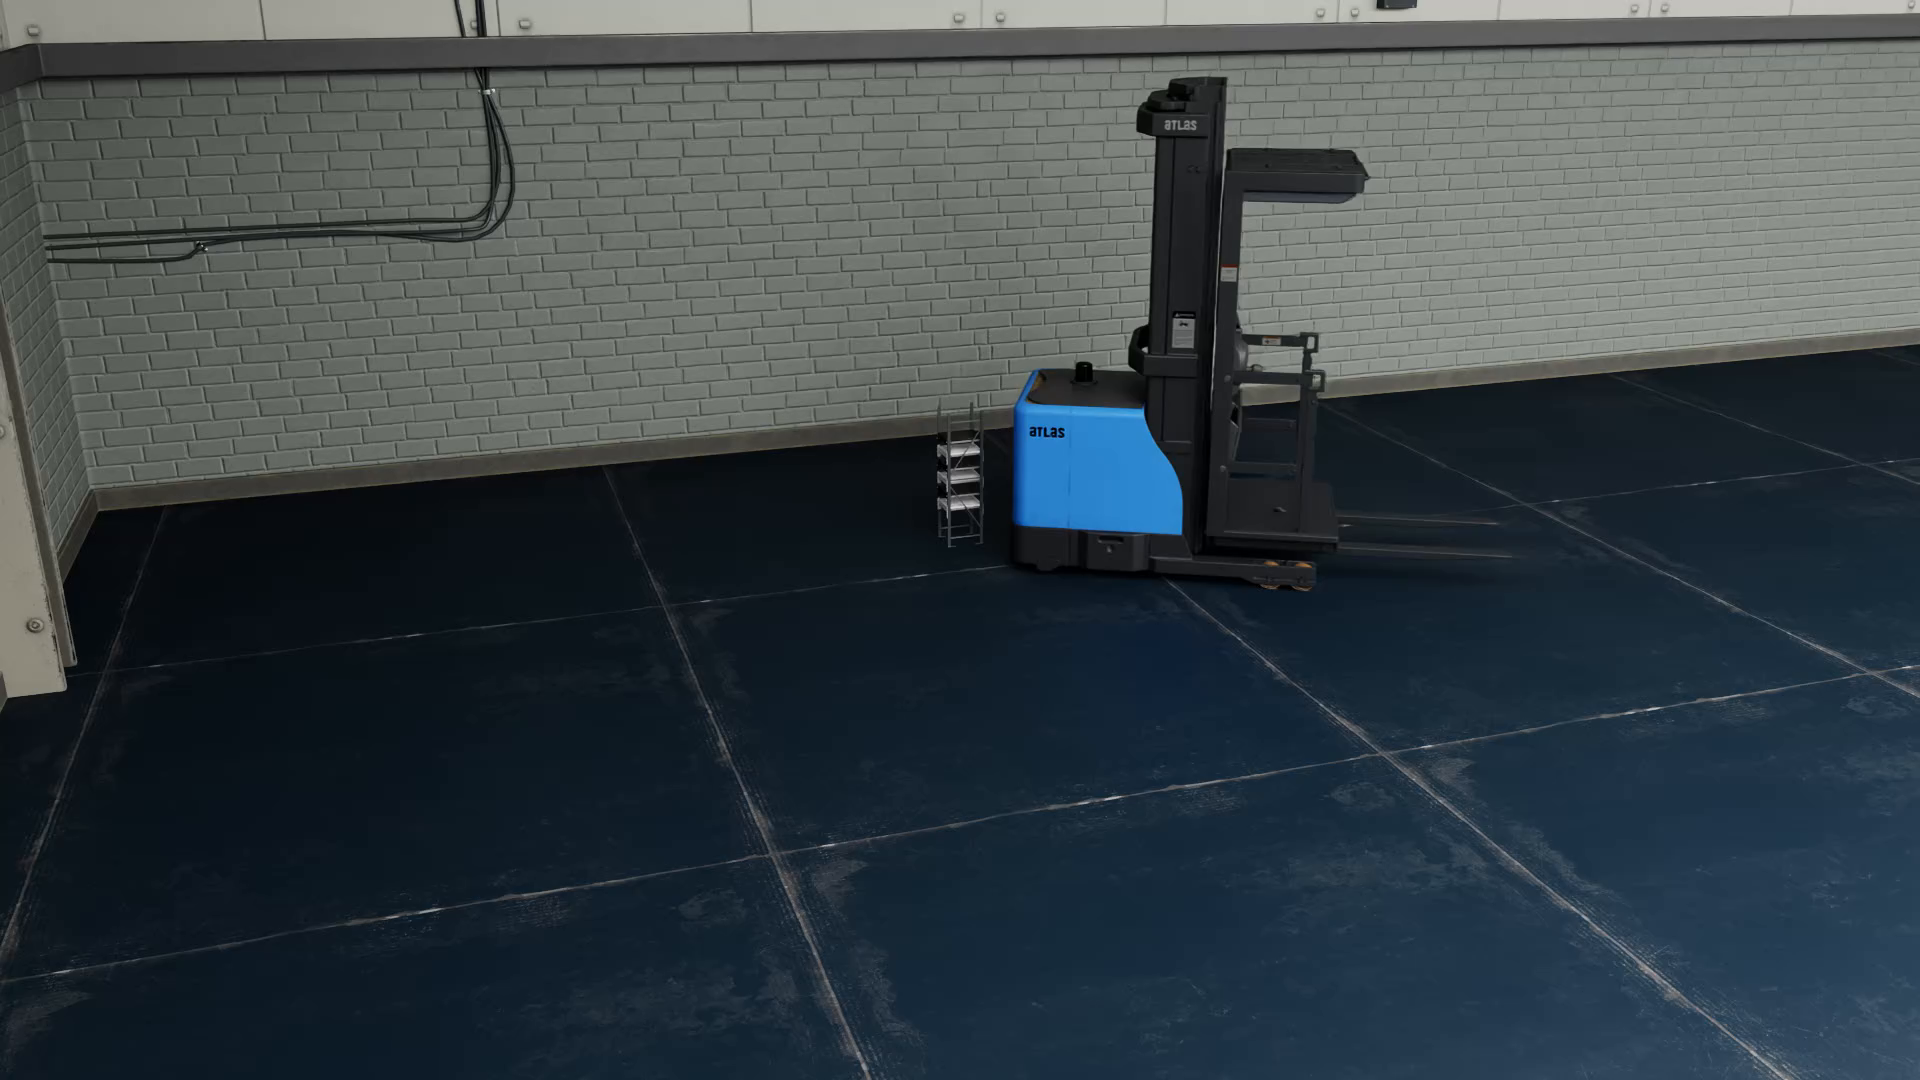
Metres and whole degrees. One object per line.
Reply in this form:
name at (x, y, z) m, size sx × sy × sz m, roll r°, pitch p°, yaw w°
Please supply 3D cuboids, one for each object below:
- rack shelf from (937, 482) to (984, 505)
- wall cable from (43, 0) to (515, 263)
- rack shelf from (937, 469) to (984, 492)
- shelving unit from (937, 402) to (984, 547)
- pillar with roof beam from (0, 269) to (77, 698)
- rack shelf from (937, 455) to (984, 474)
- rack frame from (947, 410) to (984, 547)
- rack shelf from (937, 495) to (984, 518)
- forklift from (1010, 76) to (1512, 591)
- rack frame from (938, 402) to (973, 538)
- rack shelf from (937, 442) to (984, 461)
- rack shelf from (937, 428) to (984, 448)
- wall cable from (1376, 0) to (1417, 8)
rack shelf at (0.003, -0.305, 10.799) m, size 0.258 × 0.077 × 0.200 m, roll -6°, pitch 21°, yaw -17°
wall cable at (-4.569, -3.117, 10.876) m, size 3.097 × 2.526 × 0.112 m, roll -6°, pitch 21°, yaw -17°
rack shelf at (0.003, -0.390, 10.768) m, size 0.258 × 0.077 × 0.200 m, roll -6°, pitch 21°, yaw -17°
shelving unit at (0.003, -0.421, 10.757) m, size 0.258 × 0.900 × 0.210 m, roll -6°, pitch 21°, yaw -17°
pillar with roof beam at (-0.811, -3.950, 8.601) m, size 9.100 × 9.000 × 0.400 m, roll -6°, pitch 21°, yaw -17°
rack shelf at (0.003, -0.474, 10.738) m, size 0.258 × 0.077 × 0.200 m, roll -6°, pitch 21°, yaw -17°
rack frame at (0.034, -0.388, 10.666) m, size 0.240 × 0.900 × 0.006 m, roll -6°, pitch 21°, yaw -17°
rack shelf at (0.003, -0.220, 10.829) m, size 0.258 × 0.077 × 0.200 m, roll -6°, pitch 21°, yaw -17°
forklift at (1.875, -1.264, 10.099) m, size 3.031 × 2.935 × 1.130 m, roll 3°, pitch 20°, yaw 9°
rack frame at (-0.029, -0.454, 10.848) m, size 0.240 × 0.900 × 0.006 m, roll -6°, pitch 21°, yaw -17°
rack shelf at (0.003, -0.559, 10.708) m, size 0.258 × 0.077 × 0.200 m, roll -6°, pitch 21°, yaw -17°
rack shelf at (0.003, -0.644, 10.677) m, size 0.258 × 0.077 × 0.200 m, roll -6°, pitch 21°, yaw -17°
wall cable at (4.448, -7.182, 12.570) m, size 2.305 × 6.003 × 0.169 m, roll -6°, pitch 21°, yaw -17°
